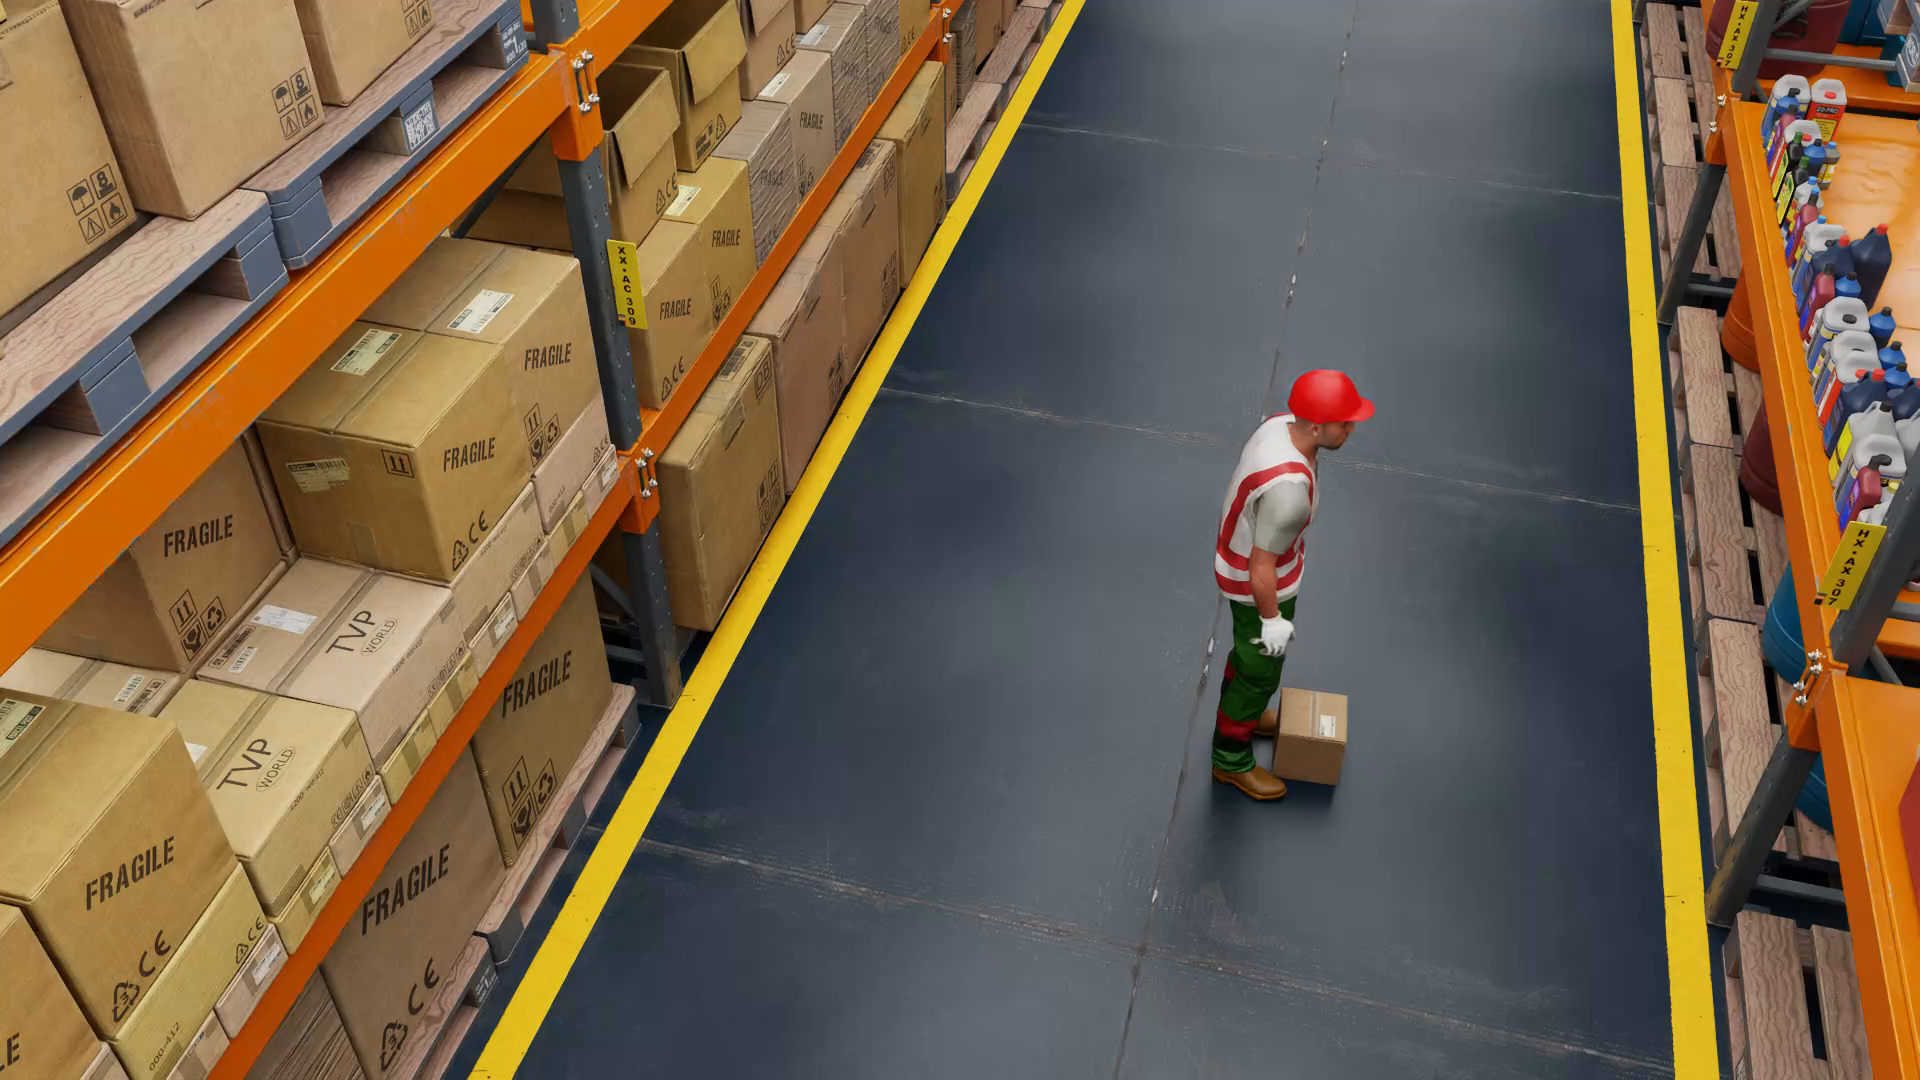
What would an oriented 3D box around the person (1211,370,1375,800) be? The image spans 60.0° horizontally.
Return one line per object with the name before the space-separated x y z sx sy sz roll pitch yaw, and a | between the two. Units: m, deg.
person | 1.138 0.138 5.985 0.454 1.779 0.620 9 41 10
